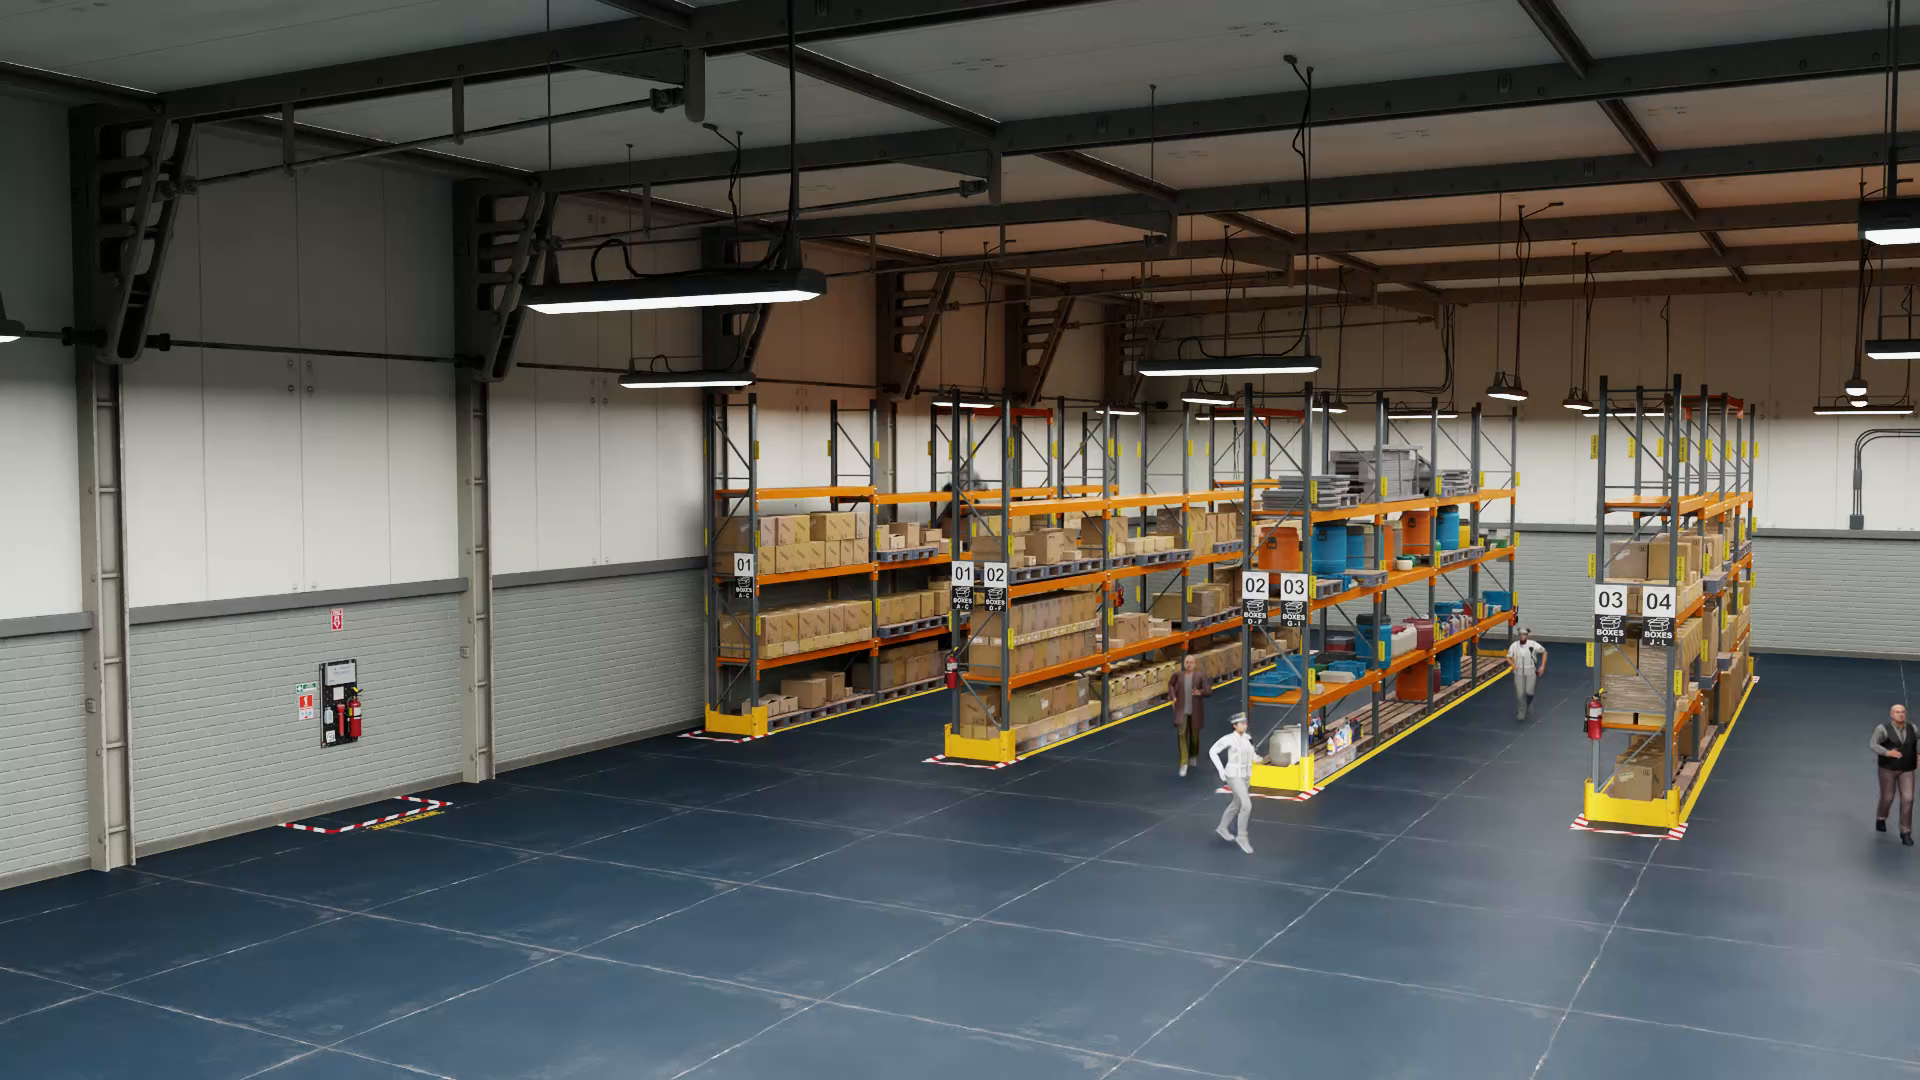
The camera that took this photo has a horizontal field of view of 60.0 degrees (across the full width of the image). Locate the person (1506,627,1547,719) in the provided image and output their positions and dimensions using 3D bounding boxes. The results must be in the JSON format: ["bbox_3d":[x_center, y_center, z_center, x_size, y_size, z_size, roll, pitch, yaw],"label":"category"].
[{"bbox_3d":[10.475,2.470,30.808,0.688,1.745,0.718,2,3,28],"label":"person"}]

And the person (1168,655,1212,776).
[{"bbox_3d":[3.556,2.692,25.804,0.699,1.806,0.949,1,3,11],"label":"person"}]

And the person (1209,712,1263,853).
[{"bbox_3d":[3.505,3.028,20.928,0.577,1.755,0.737,-3,4,-43],"label":"person"}]

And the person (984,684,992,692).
[{"bbox_3d":[0.714,2.441,32.213,0.574,1.737,0.753,1,3,22],"label":"person"}]

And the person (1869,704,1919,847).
[{"bbox_3d":[12.029,2.988,21.361,0.674,1.771,0.815,1,3,15],"label":"person"}]
